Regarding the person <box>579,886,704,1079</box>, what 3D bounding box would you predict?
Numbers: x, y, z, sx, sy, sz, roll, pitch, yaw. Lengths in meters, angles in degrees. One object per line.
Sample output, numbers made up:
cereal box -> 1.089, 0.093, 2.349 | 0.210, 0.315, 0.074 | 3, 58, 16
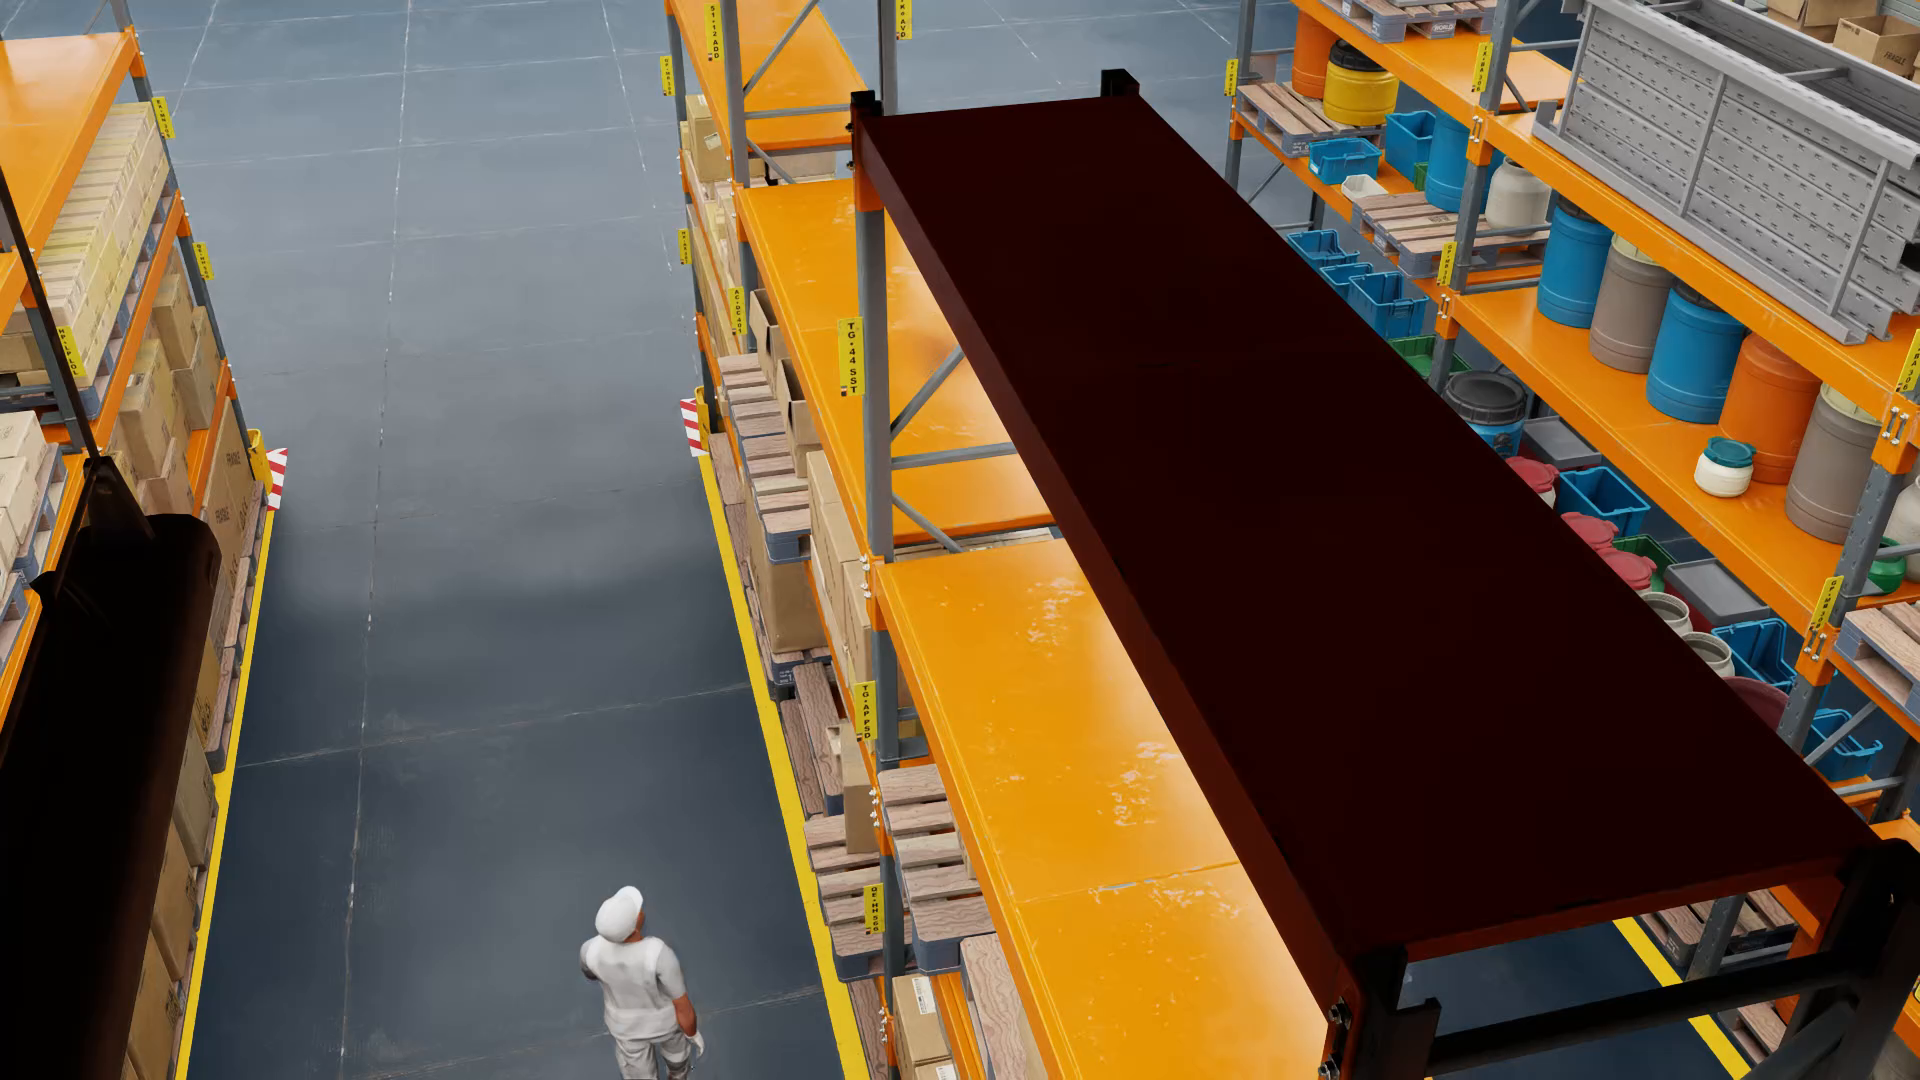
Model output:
person -> -1.625, 2.456, 8.591 | 0.566, 1.804, 0.889 | -7, 35, -10
